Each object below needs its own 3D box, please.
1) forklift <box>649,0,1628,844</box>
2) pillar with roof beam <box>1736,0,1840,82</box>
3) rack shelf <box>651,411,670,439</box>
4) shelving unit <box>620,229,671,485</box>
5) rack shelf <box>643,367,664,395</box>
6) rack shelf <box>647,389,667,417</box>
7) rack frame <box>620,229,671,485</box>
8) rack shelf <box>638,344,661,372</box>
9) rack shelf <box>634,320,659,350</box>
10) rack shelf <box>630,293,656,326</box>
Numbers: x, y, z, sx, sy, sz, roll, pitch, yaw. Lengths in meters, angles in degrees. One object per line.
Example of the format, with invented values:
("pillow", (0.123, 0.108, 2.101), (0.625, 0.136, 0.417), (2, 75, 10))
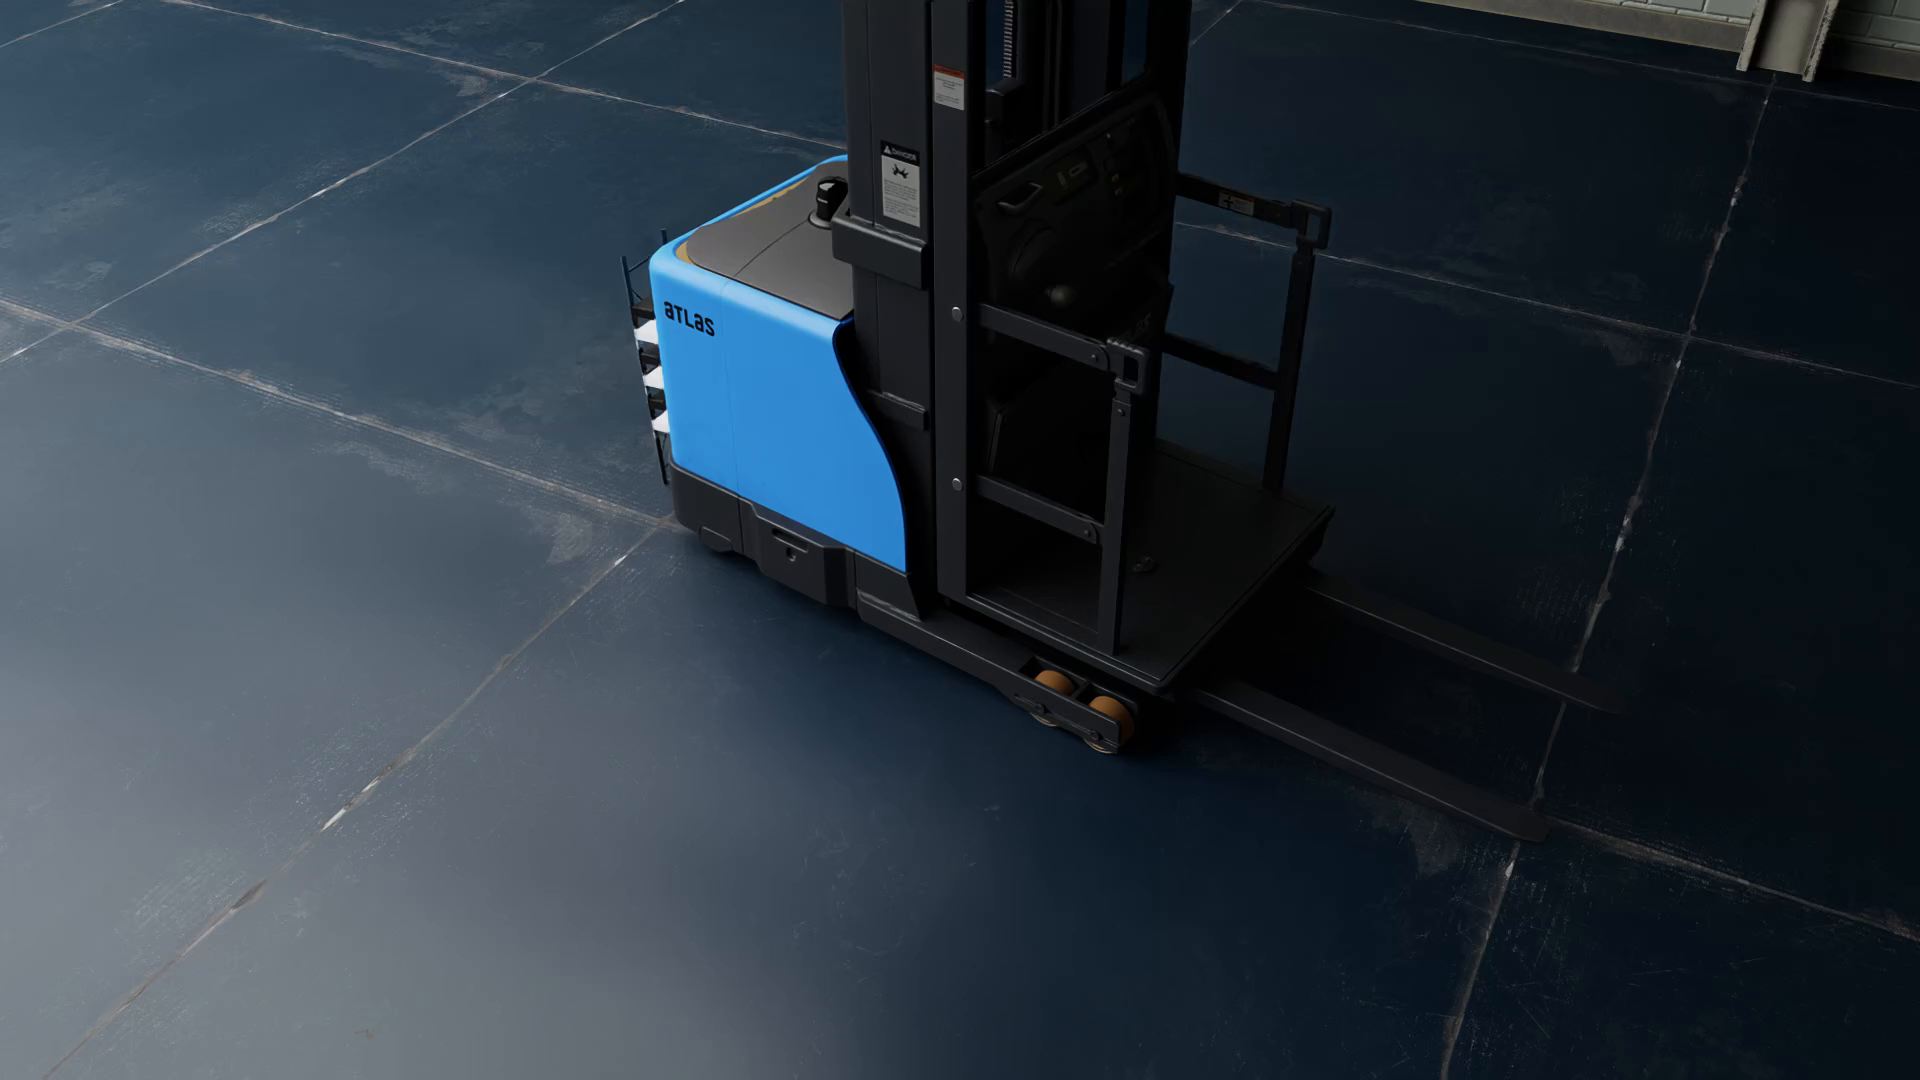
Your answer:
("forklift", (0.502, -0.904, 4.517), (3.031, 2.935, 1.130), (24, 43, 28))
("pillar with roof beam", (2.545, -3.894, 3.437), (0.400, 9.000, 9.100), (17, 41, 21))
("rack shelf", (-0.938, -0.431, 5.916), (0.200, 0.077, 0.258), (16, 40, 25))
("shelving unit", (-0.949, -0.605, 5.793), (0.210, 0.900, 0.258), (16, 40, 25))
("rack shelf", (-0.947, -0.578, 5.812), (0.200, 0.077, 0.258), (16, 40, 25))
("rack shelf", (-0.943, -0.504, 5.864), (0.200, 0.077, 0.258), (16, 40, 25))
("rack frame", (-1.038, -0.629, 5.835), (0.006, 0.900, 0.240), (16, 40, 25))
("rack shelf", (-0.952, -0.651, 5.760), (0.200, 0.077, 0.258), (16, 40, 25))
("rack shelf", (-0.957, -0.724, 5.707), (0.200, 0.077, 0.258), (16, 40, 25))
("rack shelf", (-0.962, -0.797, 5.655), (0.200, 0.077, 0.258), (16, 40, 25))
